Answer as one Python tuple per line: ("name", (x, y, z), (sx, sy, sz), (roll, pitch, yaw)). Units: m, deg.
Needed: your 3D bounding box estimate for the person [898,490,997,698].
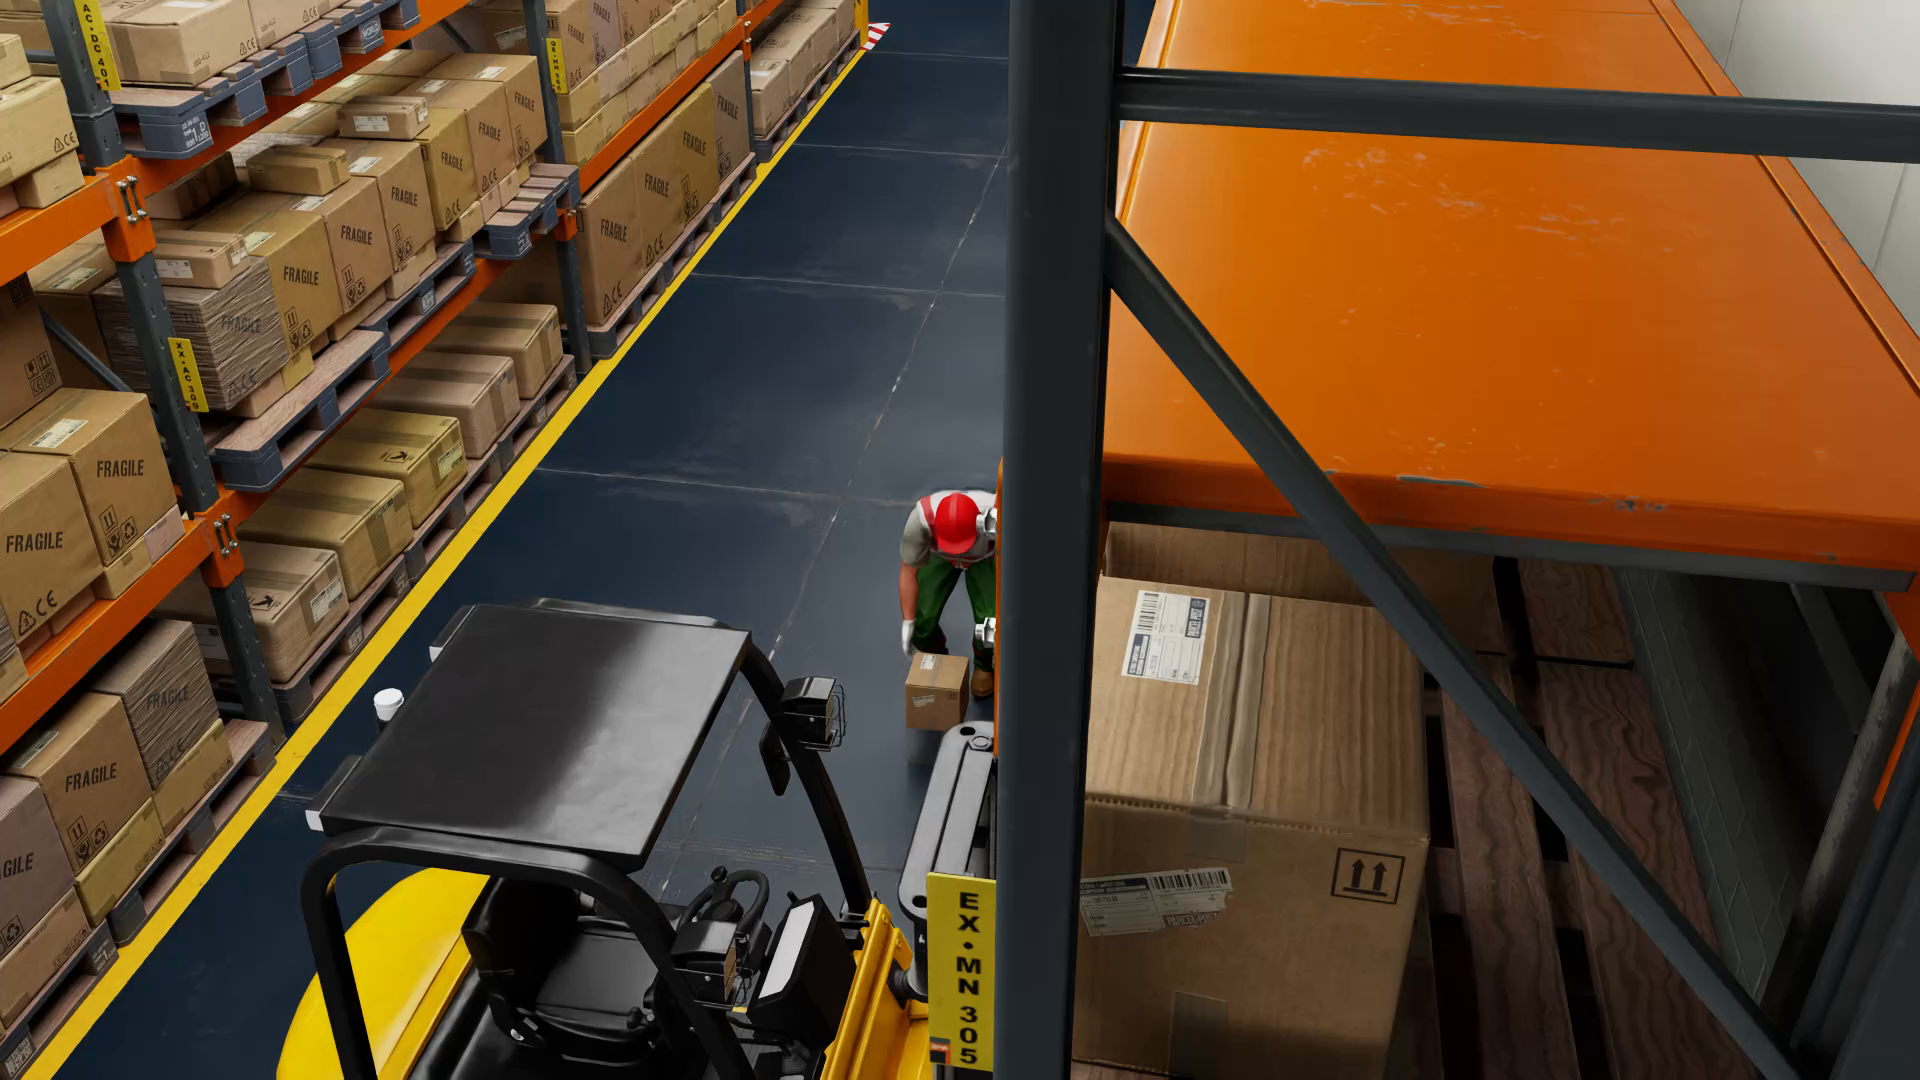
("person", (0.026, 0.199, 7.792), (0.586, 1.264, 0.825), (5, 32, 8))
